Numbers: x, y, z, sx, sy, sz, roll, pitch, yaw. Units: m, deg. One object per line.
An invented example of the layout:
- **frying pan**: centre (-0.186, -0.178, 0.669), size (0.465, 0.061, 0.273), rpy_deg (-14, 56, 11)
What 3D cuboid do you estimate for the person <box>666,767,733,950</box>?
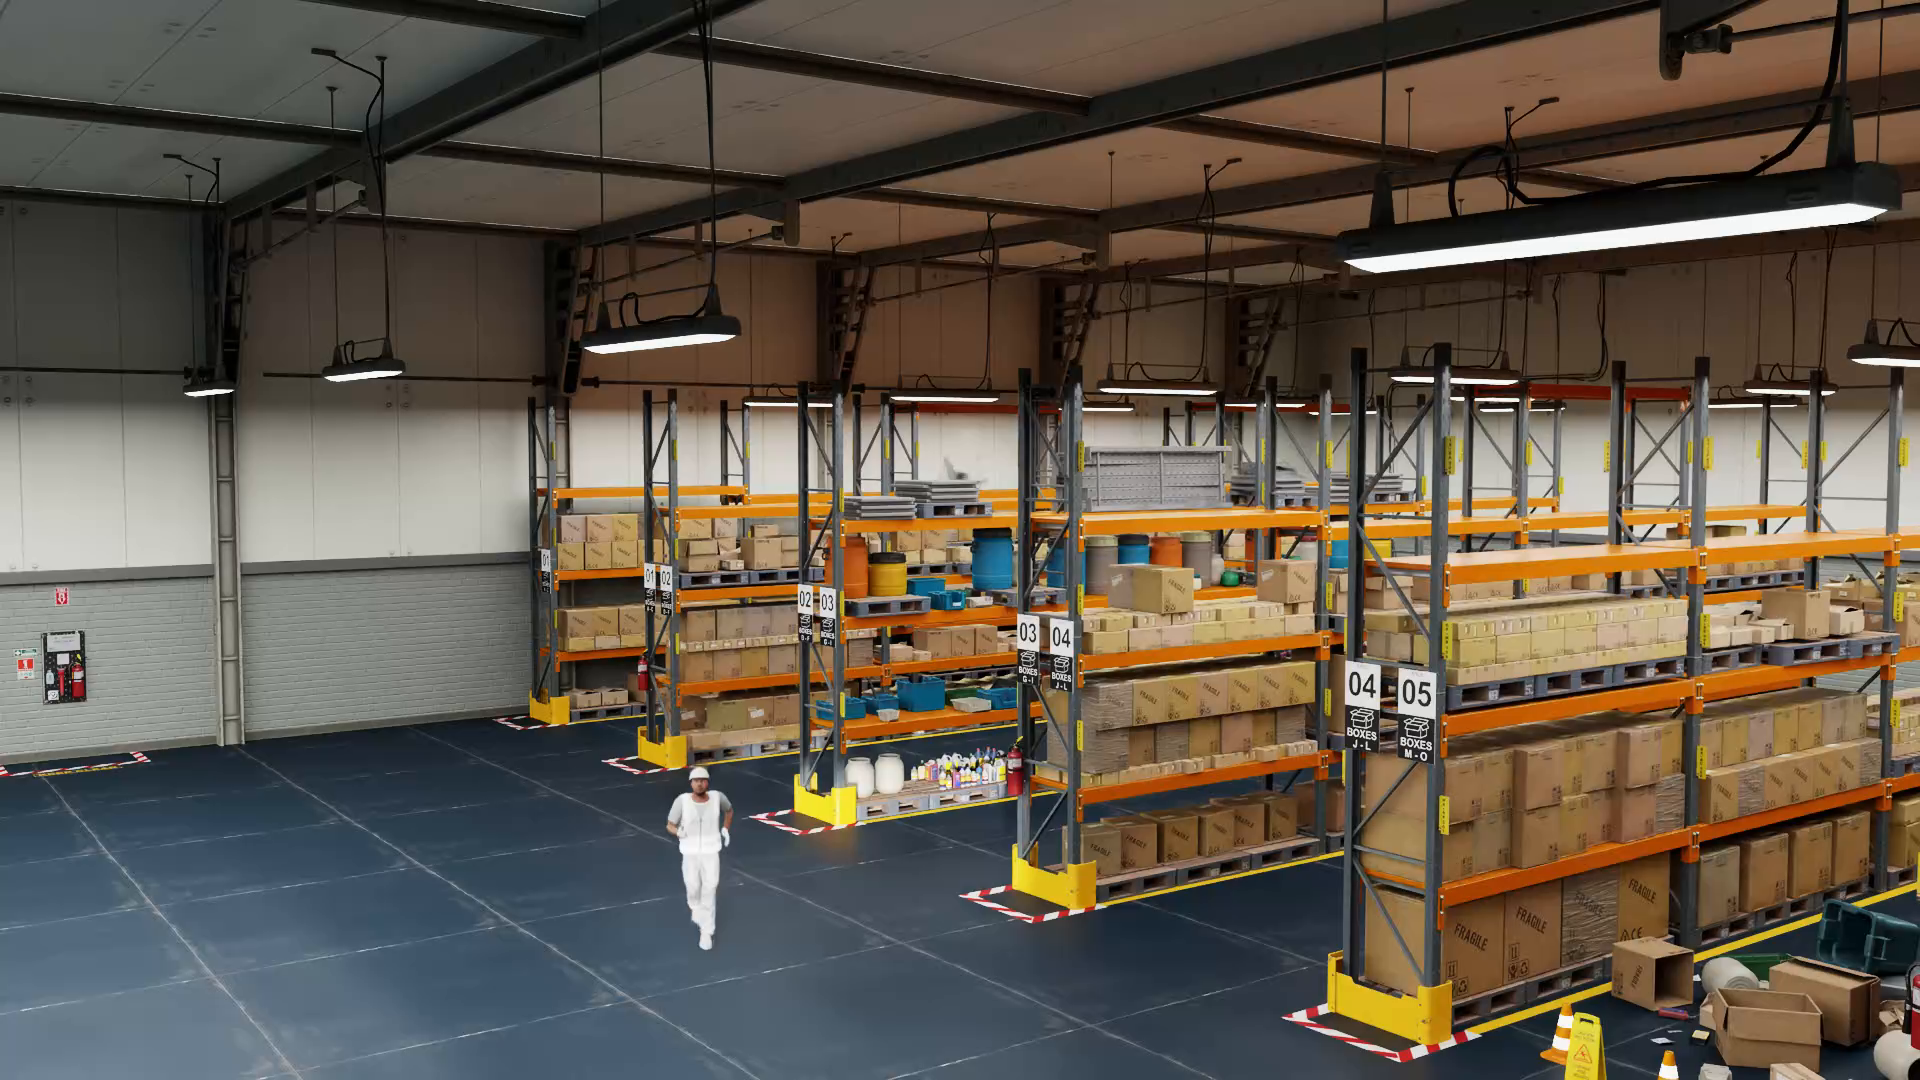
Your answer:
- **person**: centre (-2.694, 3.235, 17.189), size (0.665, 1.781, 0.941), rpy_deg (-1, 3, -9)
